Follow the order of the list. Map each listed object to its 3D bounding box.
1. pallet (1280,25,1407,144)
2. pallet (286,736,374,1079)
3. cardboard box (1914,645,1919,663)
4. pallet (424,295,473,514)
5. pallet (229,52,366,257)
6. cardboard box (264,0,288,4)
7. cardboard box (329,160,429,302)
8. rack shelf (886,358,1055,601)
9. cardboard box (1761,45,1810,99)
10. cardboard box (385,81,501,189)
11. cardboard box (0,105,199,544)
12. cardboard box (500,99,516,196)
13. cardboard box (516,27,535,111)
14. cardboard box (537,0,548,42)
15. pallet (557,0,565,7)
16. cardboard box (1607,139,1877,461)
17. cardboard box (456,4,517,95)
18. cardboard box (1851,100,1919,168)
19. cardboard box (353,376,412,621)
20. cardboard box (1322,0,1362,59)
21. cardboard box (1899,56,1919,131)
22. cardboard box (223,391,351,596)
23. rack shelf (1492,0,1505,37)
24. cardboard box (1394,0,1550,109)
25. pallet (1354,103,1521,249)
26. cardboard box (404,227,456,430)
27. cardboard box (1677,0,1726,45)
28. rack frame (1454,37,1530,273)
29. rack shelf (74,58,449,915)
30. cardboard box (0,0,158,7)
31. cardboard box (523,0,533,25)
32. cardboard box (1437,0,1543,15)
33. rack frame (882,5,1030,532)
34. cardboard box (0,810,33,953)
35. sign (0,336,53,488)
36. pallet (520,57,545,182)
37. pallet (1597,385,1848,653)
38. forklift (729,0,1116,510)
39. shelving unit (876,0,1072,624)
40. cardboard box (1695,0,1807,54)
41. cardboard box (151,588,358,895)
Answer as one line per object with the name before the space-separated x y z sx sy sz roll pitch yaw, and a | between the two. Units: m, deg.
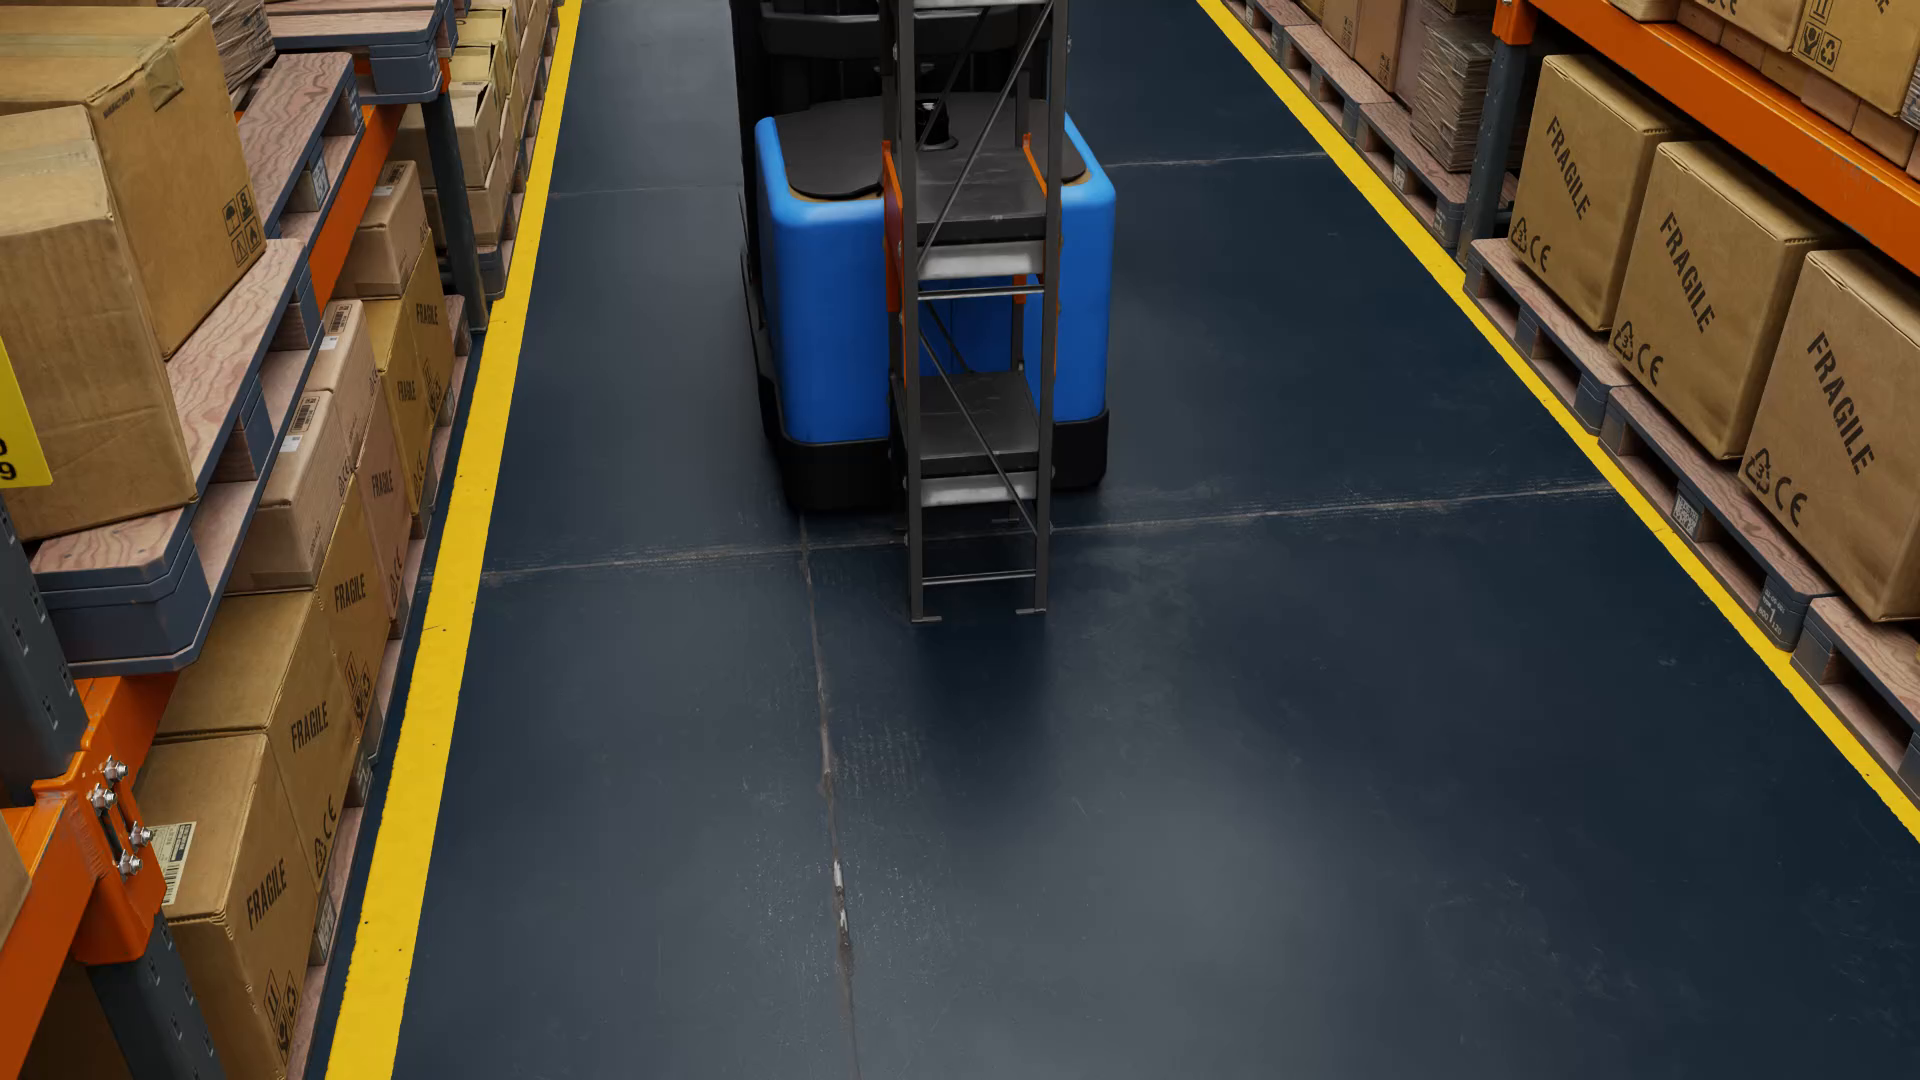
pallet | 2.311 -2.375 8.548 1.003 0.211 1.213 -4 35 -6
pallet | -1.942 0.899 3.744 1.003 0.211 1.213 -4 35 -6
cardboard box | 2.897 0.182 3.855 0.750 0.750 0.750 -4 34 -6
pallet | -2.270 -0.463 5.742 1.003 0.211 1.213 -4 35 -6
pallet | -2.067 -0.870 4.034 1.003 0.211 1.213 -4 35 -6
cardboard box | -2.136 -1.906 4.922 0.700 0.500 0.500 -16 37 -22
cardboard box | -1.963 -0.958 5.155 0.500 0.250 0.500 -3 34 -5
rack shelf | 0.022 -0.186 4.925 0.431 0.518 0.480 -4 35 -6
cardboard box | 2.591 -1.399 4.845 0.380 0.149 0.250 -4 34 -6
cardboard box | -2.112 -1.618 6.531 0.500 0.311 0.500 -3 34 -5
cardboard box | -1.637 -0.299 2.563 0.700 0.500 0.500 -16 37 -22
cardboard box | -2.181 -1.667 7.101 0.500 0.250 0.500 -5 35 -8
cardboard box | -2.325 -2.243 7.946 0.500 0.250 0.500 -4 34 -5
cardboard box | -2.461 -2.812 8.782 0.500 0.250 0.500 -5 35 -7
pallet | -2.936 -3.561 10.288 1.003 0.211 1.213 -4 35 -6
cardboard box | 2.656 -0.787 5.278 0.750 0.750 0.750 -5 35 -7
cardboard box | -2.257 -2.195 7.379 0.500 0.311 0.500 -5 35 -8
cardboard box | 2.636 -1.113 4.424 0.380 0.149 0.250 -3 34 -5
cardboard box | -1.828 -0.098 4.559 0.500 0.500 0.500 -6 35 -8
cardboard box | 2.301 -2.811 8.540 0.700 0.500 0.500 -4 34 -6
cardboard box | 2.664 -1.156 3.911 0.500 0.500 0.500 -4 35 -6
cardboard box | -1.753 -0.108 3.907 0.500 0.250 0.500 -4 35 -6
rack shelf | 2.307 -3.231 7.966 1.077 0.370 4.000 -4 35 -6
cardboard box | 2.473 -2.255 7.724 0.700 0.500 0.500 -4 35 -6
pallet | 2.472 -1.696 7.551 1.003 0.211 1.213 -4 35 -6
cardboard box | -1.974 -0.679 5.412 0.500 0.500 0.500 -3 34 -5
cardboard box | 2.523 -1.688 5.269 0.380 0.149 0.250 -5 35 -7
rack frame | 2.575 -2.412 6.125 1.000 3.000 0.127 -4 35 -6
rack shelf | -2.064 -0.621 4.137 1.077 0.370 4.000 -4 35 -6
cardboard box | -2.093 -0.998 3.590 0.700 0.500 0.500 -13 36 -18
cardboard box | -2.391 -2.763 8.211 0.500 0.311 0.500 -4 35 -7
cardboard box | 2.412 -2.591 7.552 0.500 0.250 0.500 -4 34 -5
rack frame | -0.011 -0.911 4.723 0.400 2.100 0.015 -4 35 -6
cardboard box | -1.473 0.416 1.887 0.500 0.500 0.500 -4 34 -6
sign | -1.258 -0.205 2.119 0.100 0.325 0.005 -4 35 -6
pallet | -2.566 -2.024 8.032 1.003 0.211 1.213 -4 35 -6
pallet | 2.768 -0.135 5.260 1.003 0.211 1.213 -4 35 -6
forklift | -0.279 -2.125 5.766 1.130 2.935 3.031 -6 35 -8
shelving unit | 0.022 -0.775 4.523 0.431 2.100 0.503 -4 35 -6
cardboard box | 2.514 -1.724 4.745 0.500 0.500 0.500 -5 35 -7
cardboard box | -1.701 0.464 3.735 0.500 0.500 0.500 -4 34 -6
